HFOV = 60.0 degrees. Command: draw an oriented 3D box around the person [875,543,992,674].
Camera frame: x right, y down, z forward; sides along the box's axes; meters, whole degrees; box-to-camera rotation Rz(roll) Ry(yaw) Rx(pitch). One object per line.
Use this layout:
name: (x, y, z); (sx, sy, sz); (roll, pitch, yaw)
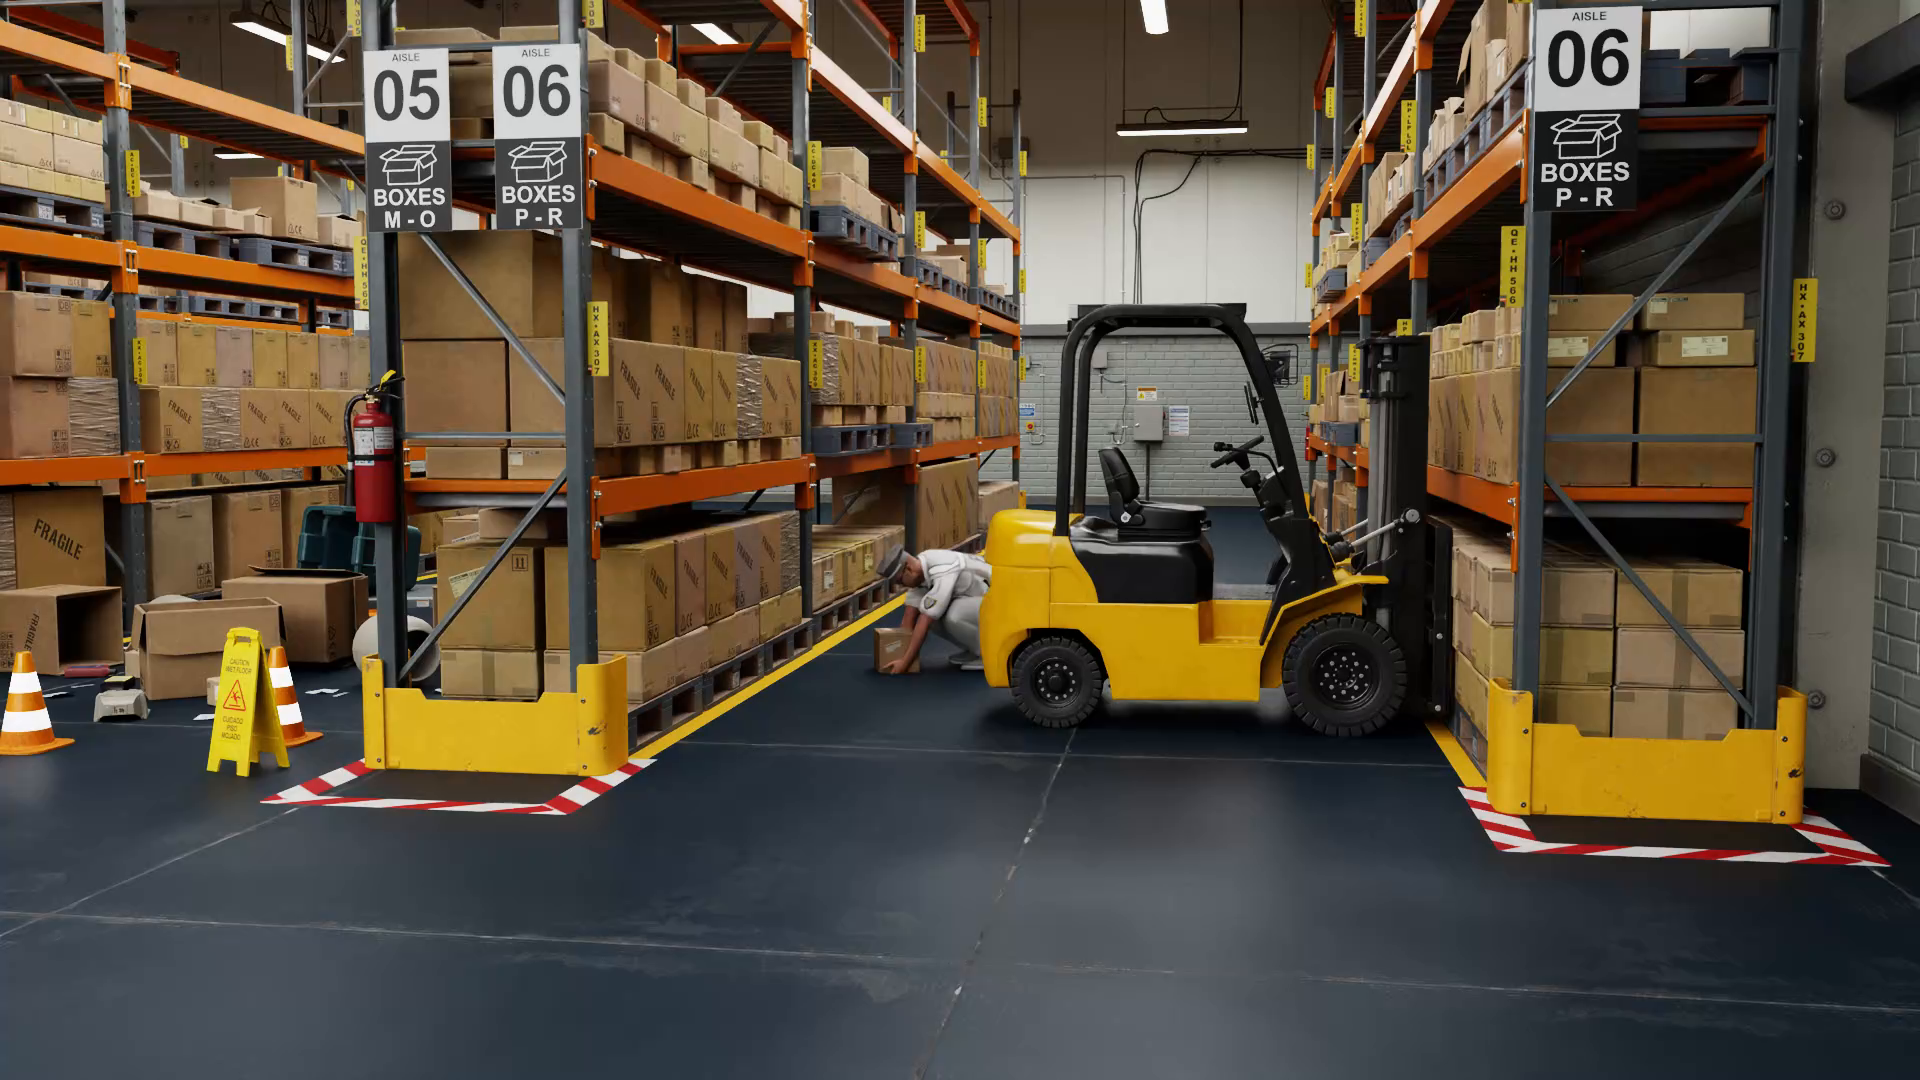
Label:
person: (-0.054, 0.447, 10.479); (1.000, 0.877, 0.540); (-1, 5, -17)
